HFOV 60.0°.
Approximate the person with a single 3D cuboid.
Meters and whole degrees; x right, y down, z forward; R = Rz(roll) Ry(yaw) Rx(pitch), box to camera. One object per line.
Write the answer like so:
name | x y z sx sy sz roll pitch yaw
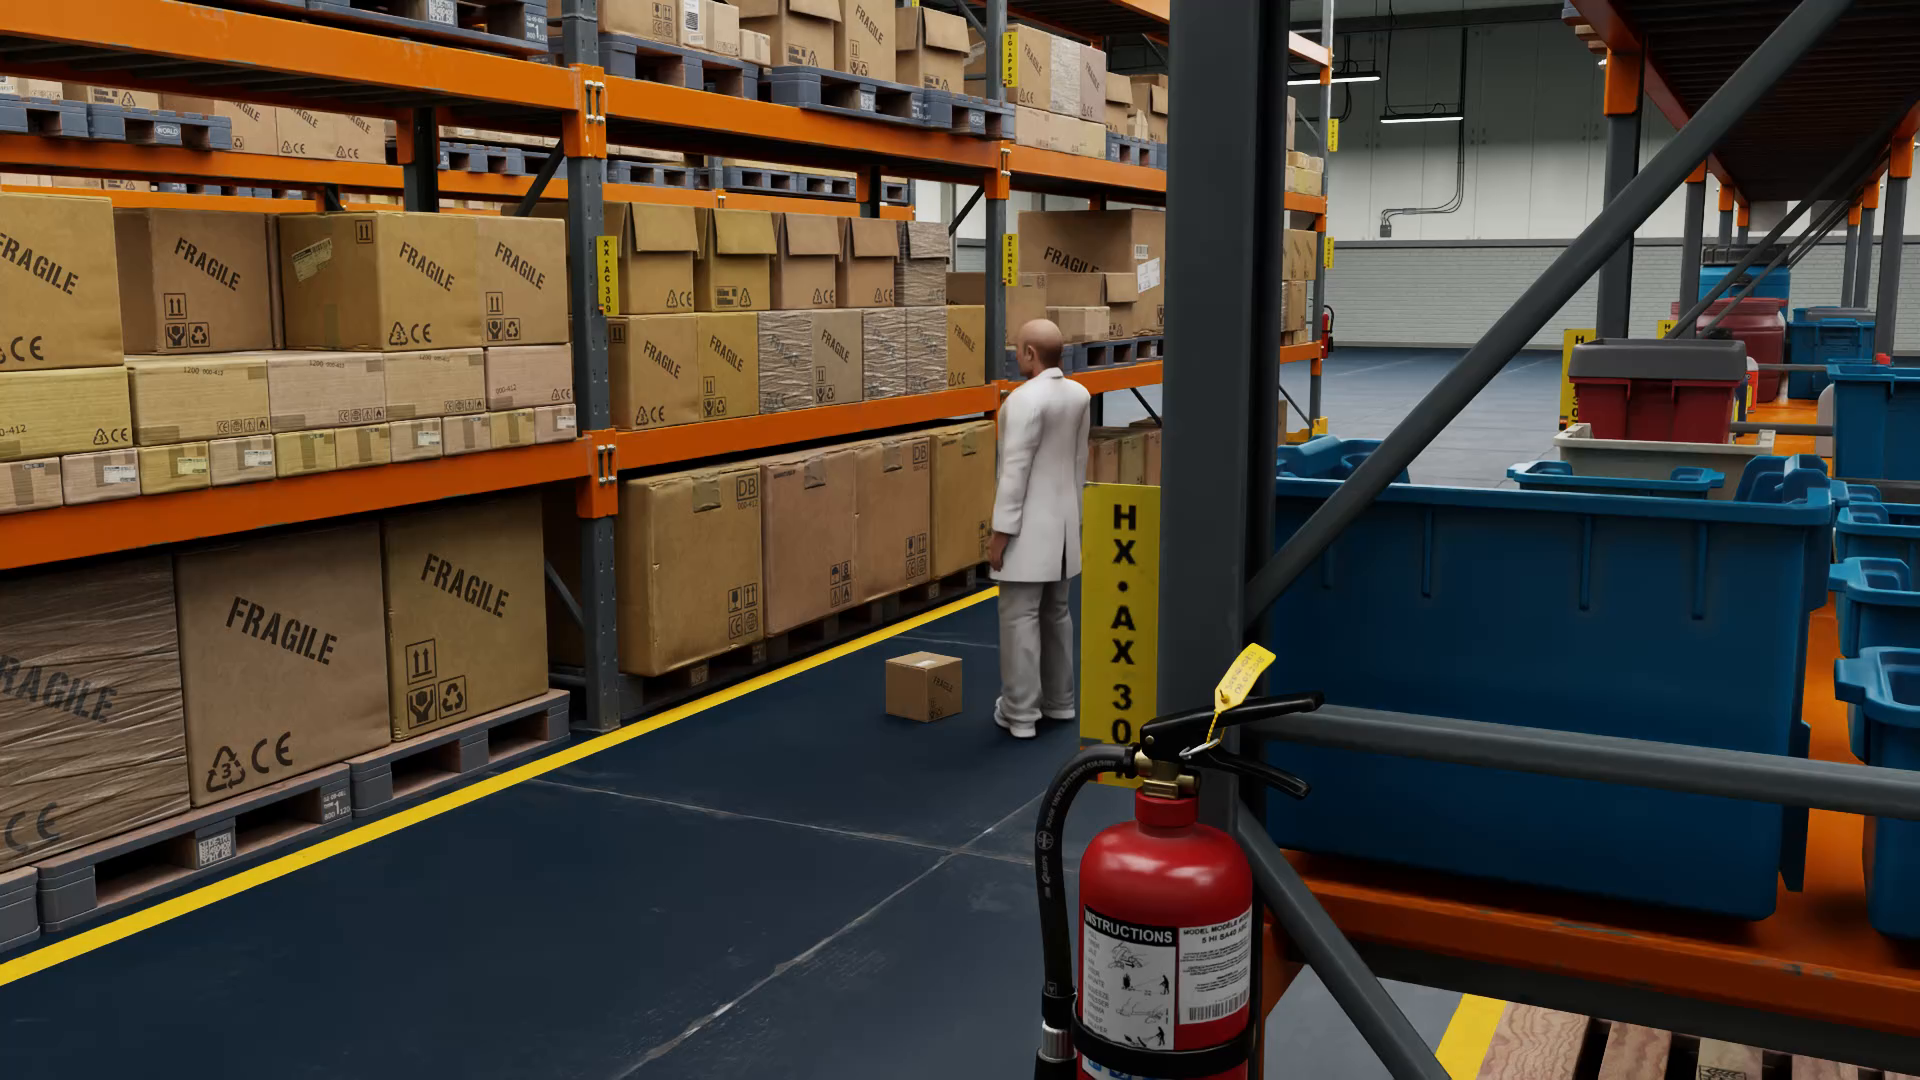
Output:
person | 0.286 -0.065 7.241 0.435 1.783 0.600 7 11 37
